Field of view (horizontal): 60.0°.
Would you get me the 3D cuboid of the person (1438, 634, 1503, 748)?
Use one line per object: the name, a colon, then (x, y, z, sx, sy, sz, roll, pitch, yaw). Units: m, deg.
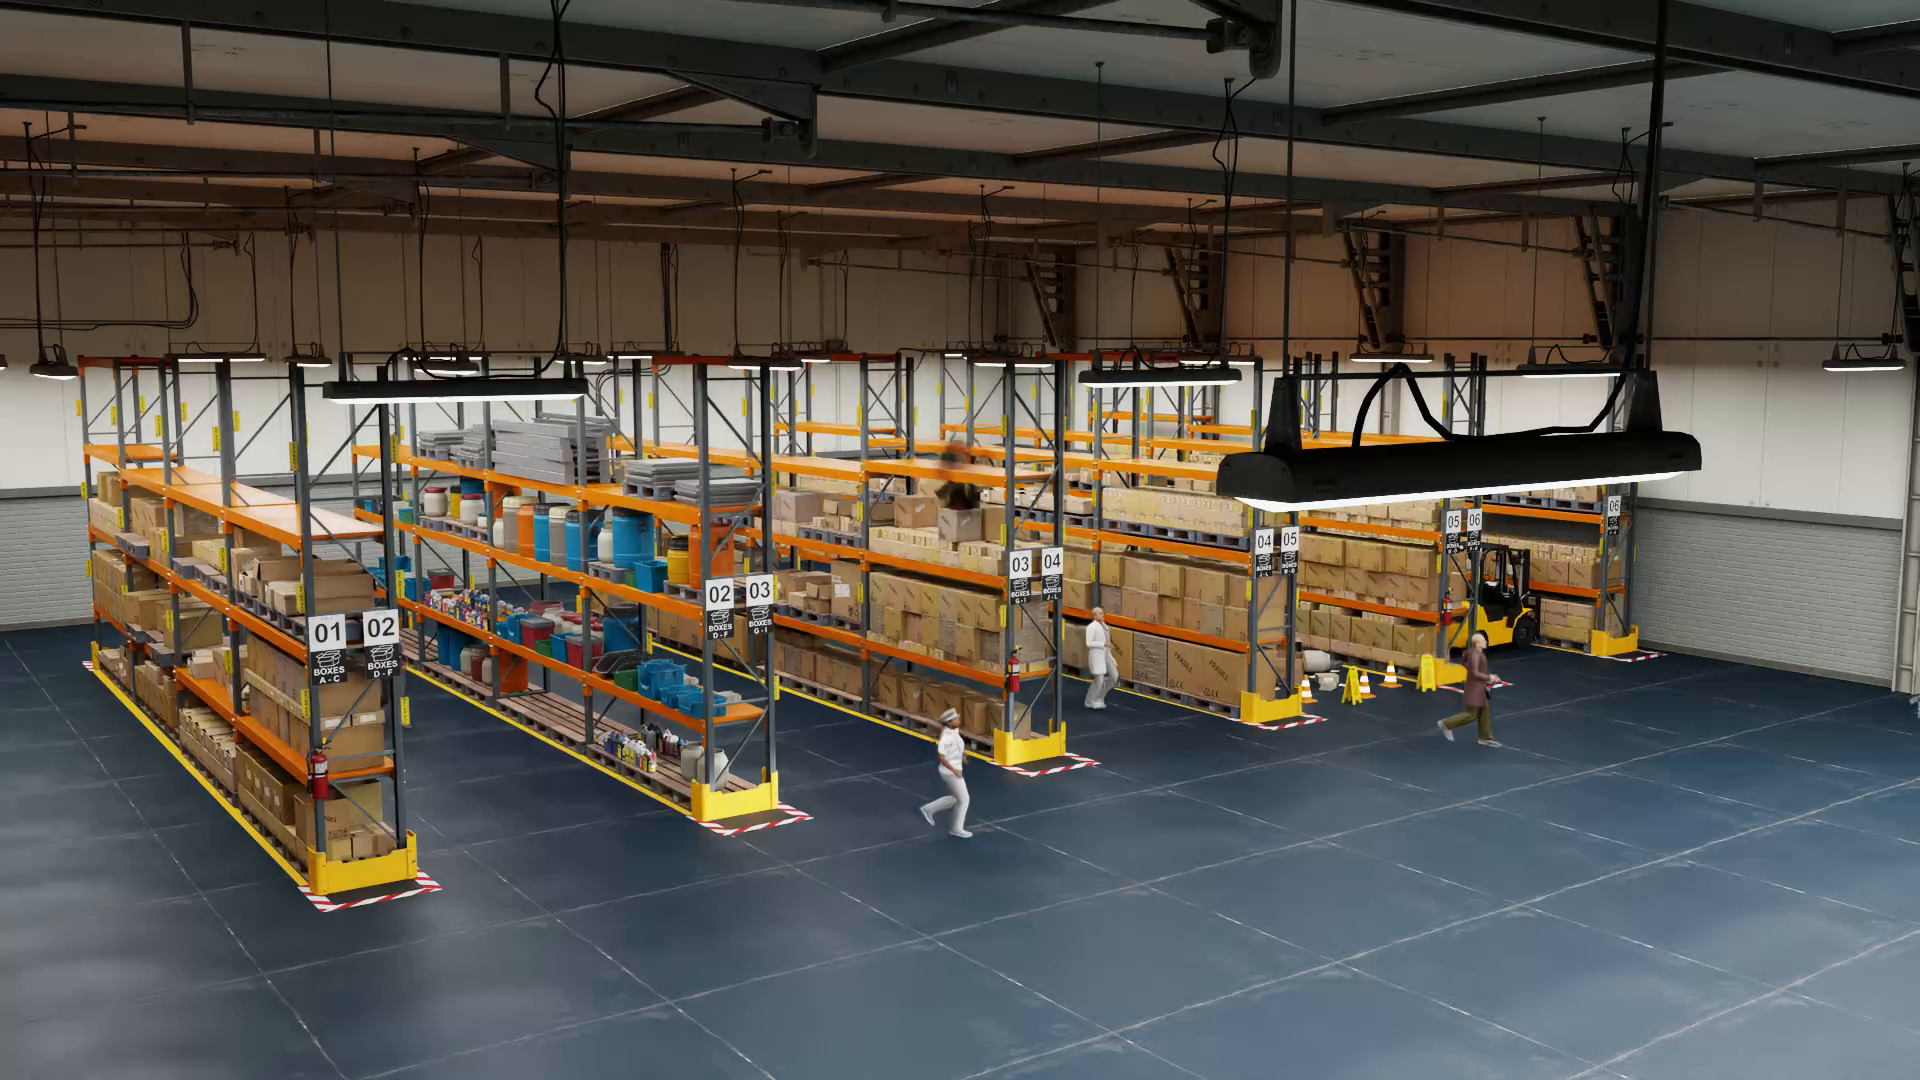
person: (7.950, 2.333, 25.842, 0.989, 1.783, 0.718, 2, 7, 15)

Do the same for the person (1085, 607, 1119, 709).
person: (2.435, 2.028, 28.359, 0.682, 1.768, 0.693, 6, 9, 40)

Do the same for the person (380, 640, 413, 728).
person: (-9.279, 2.212, 27.175, 0.920, 1.658, 0.581, 6, 9, 41)

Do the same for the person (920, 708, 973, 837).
person: (-0.173, 2.955, 21.183, 0.677, 1.683, 0.581, 0, 7, 1)
